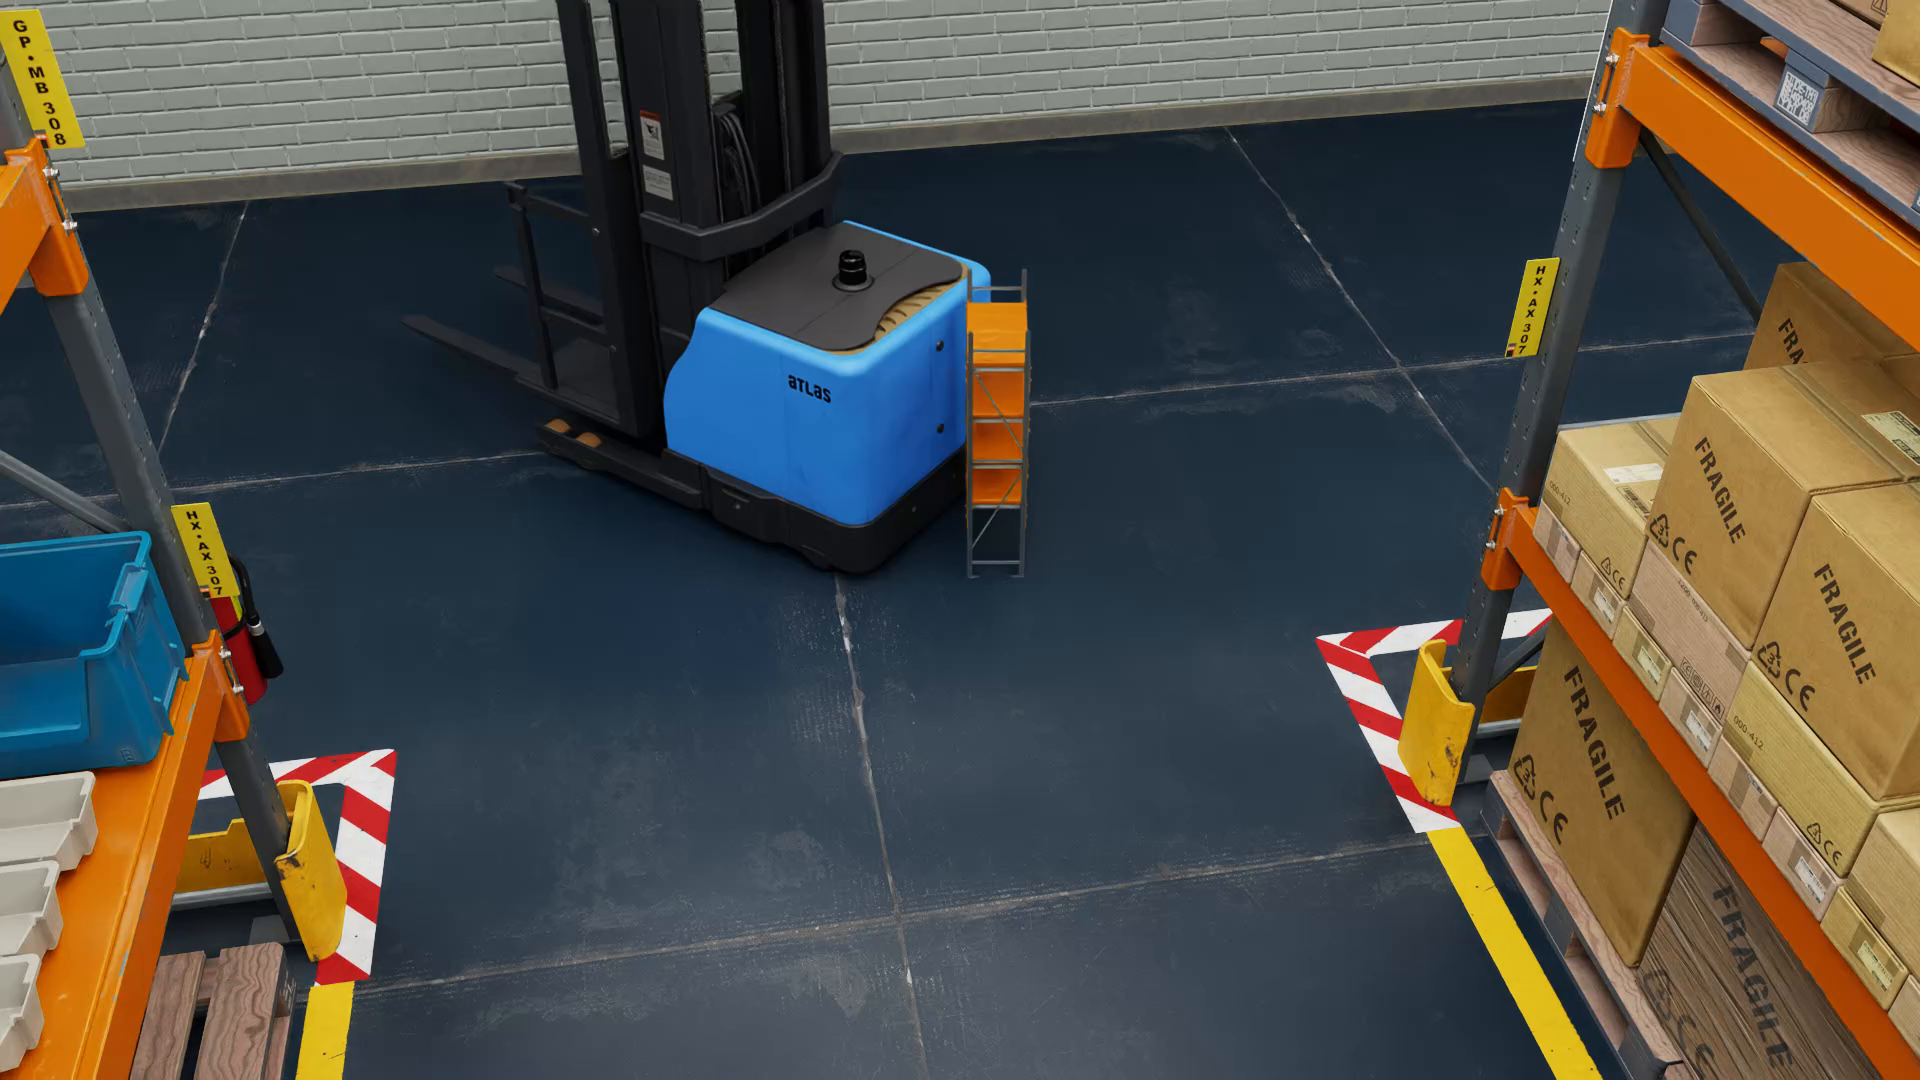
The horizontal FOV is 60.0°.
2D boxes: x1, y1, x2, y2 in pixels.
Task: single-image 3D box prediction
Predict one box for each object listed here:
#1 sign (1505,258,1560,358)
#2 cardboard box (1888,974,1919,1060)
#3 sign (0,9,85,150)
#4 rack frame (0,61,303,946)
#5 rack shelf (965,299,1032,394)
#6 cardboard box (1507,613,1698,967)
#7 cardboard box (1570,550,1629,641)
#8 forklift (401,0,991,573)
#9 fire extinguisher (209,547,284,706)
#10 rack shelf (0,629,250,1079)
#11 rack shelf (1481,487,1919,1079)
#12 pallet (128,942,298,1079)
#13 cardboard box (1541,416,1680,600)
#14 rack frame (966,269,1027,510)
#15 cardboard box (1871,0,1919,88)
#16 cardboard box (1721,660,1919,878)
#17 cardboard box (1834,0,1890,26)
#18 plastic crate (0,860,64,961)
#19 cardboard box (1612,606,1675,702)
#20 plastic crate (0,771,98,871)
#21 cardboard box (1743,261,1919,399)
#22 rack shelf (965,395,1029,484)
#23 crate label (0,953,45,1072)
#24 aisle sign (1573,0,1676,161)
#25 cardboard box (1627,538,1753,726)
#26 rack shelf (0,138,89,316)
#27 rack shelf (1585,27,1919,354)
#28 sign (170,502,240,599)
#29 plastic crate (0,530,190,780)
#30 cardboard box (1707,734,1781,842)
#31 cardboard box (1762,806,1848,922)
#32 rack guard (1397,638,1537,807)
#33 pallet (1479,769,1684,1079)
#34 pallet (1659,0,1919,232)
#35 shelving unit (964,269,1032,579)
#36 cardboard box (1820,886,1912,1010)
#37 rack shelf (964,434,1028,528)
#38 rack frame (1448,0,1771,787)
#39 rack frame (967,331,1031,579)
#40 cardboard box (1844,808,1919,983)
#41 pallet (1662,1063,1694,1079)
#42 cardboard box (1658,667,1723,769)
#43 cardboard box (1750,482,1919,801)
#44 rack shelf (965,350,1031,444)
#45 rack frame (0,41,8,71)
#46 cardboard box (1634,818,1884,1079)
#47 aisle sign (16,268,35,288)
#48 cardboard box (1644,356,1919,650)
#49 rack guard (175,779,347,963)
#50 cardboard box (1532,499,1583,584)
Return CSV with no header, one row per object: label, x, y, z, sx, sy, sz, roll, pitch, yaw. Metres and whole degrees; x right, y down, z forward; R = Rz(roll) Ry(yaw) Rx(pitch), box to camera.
sign,1.691,-0.684,4.915,0.100,0.325,0.005,-6,38,-8
cardboard box,2.294,1.069,3.633,0.380,0.149,0.250,-6,38,-7
sign,-2.100,-1.046,3.792,0.100,0.325,0.005,-6,38,-8
rack frame,-2.638,0.166,4.592,1.000,3.000,0.127,-6,38,-8
rack shelf,0.149,-0.775,6.629,0.258,0.148,0.480,0,38,0
cardboard box,2.429,0.684,5.314,0.875,0.875,0.875,-6,38,-8
cardboard box,2.022,0.137,4.833,0.380,0.149,0.250,-7,38,-9
forklift,-1.359,-1.728,7.085,3.031,2.935,1.130,23,43,26
fire extinguisher,-2.217,0.204,4.910,0.296,0.674,0.183,-6,38,-8
rack shelf,-2.288,1.658,3.257,1.077,0.370,4.000,-6,38,-8
rack shelf,2.589,1.125,3.943,1.077,0.370,4.000,-6,38,-8
pallet,-2.532,1.769,4.801,1.003,0.211,1.213,-6,38,-8
cardboard box,2.056,-0.106,4.822,0.500,0.250,0.500,-7,38,-9
rack frame,0.149,-0.614,7.062,0.240,1.200,0.015,0,38,0
cardboard box,2.362,-1.135,3.316,0.700,0.500,0.500,-8,38,-10
cardboard box,2.239,0.511,4.027,0.500,0.250,0.500,-7,38,-9
cardboard box,2.382,-1.488,3.770,0.700,0.500,0.500,-8,39,-11
plastic crate,-2.280,0.896,3.818,0.396,0.136,0.243,-6,38,-8
cardboard box,2.067,0.292,4.634,0.380,0.149,0.250,-7,38,-9
plastic crate,-2.317,0.719,4.045,0.396,0.136,0.243,-6,38,-8
cardboard box,2.582,-0.455,4.660,0.500,0.500,0.500,-6,38,-7
rack shelf,0.149,-0.411,6.911,0.258,0.148,0.480,0,38,0
crate label,-2.208,1.061,3.605,0.396,0.136,0.243,-6,38,-8
aisle sign,1.930,-1.405,4.494,0.394,0.787,0.004,-6,38,-8
cardboard box,2.154,0.207,4.418,0.500,0.250,0.500,-7,38,-9
rack shelf,-2.288,0.473,2.337,1.077,0.370,4.000,-6,38,-8
rack shelf,2.589,-0.059,3.023,1.077,0.370,4.000,-6,38,-8
sign,-2.100,0.032,4.630,0.100,0.325,0.005,-6,38,-8
plastic crate,-2.396,0.310,4.328,0.616,0.435,0.499,-6,38,-8
cardboard box,2.157,0.603,4.234,0.380,0.149,0.250,-7,38,-9
cardboard box,2.203,0.759,4.033,0.380,0.149,0.250,-7,38,-8
rack guard,2.234,0.606,6.063,1.175,0.500,0.348,-6,38,-8
pallet,2.455,1.209,5.522,1.003,0.211,1.213,-6,38,-8
pallet,2.378,-1.070,3.809,1.003,0.211,1.213,-6,38,-8
shelving unit,0.149,-0.464,6.870,0.258,1.200,0.503,0,38,0
cardboard box,2.246,0.911,3.837,0.380,0.149,0.250,-7,38,-9
rack shelf,0.149,-0.254,7.033,0.258,0.148,0.480,0,38,0
rack frame,2.238,-0.367,5.277,1.000,3.000,0.127,-6,38,-8
rack frame,0.150,-0.315,6.677,0.240,1.200,0.015,0,38,0
cardboard box,2.335,0.826,3.622,0.500,0.250,0.500,-7,38,-9
pallet,2.666,1.944,4.576,1.003,0.211,1.213,-6,38,-8
cardboard box,2.114,0.449,4.432,0.380,0.149,0.250,-7,38,-9
cardboard box,2.241,0.212,3.801,0.500,0.500,0.500,-7,38,-9
rack shelf,0.149,-0.588,6.774,0.258,0.148,0.480,0,38,0
rack frame,-2.638,-2.203,2.751,1.000,3.000,0.127,-6,38,-8
cardboard box,2.589,1.234,4.606,0.875,0.875,0.875,-6,38,-8
aisle sign,-2.362,-0.936,3.891,0.394,0.787,0.004,-6,38,-8
cardboard box,2.144,-0.100,4.203,0.500,0.500,0.500,-7,38,-9
rack guard,-2.655,1.140,5.375,1.175,0.500,0.348,-6,38,-8
cardboard box,1.975,-0.018,5.033,0.380,0.149,0.250,-6,38,-7
